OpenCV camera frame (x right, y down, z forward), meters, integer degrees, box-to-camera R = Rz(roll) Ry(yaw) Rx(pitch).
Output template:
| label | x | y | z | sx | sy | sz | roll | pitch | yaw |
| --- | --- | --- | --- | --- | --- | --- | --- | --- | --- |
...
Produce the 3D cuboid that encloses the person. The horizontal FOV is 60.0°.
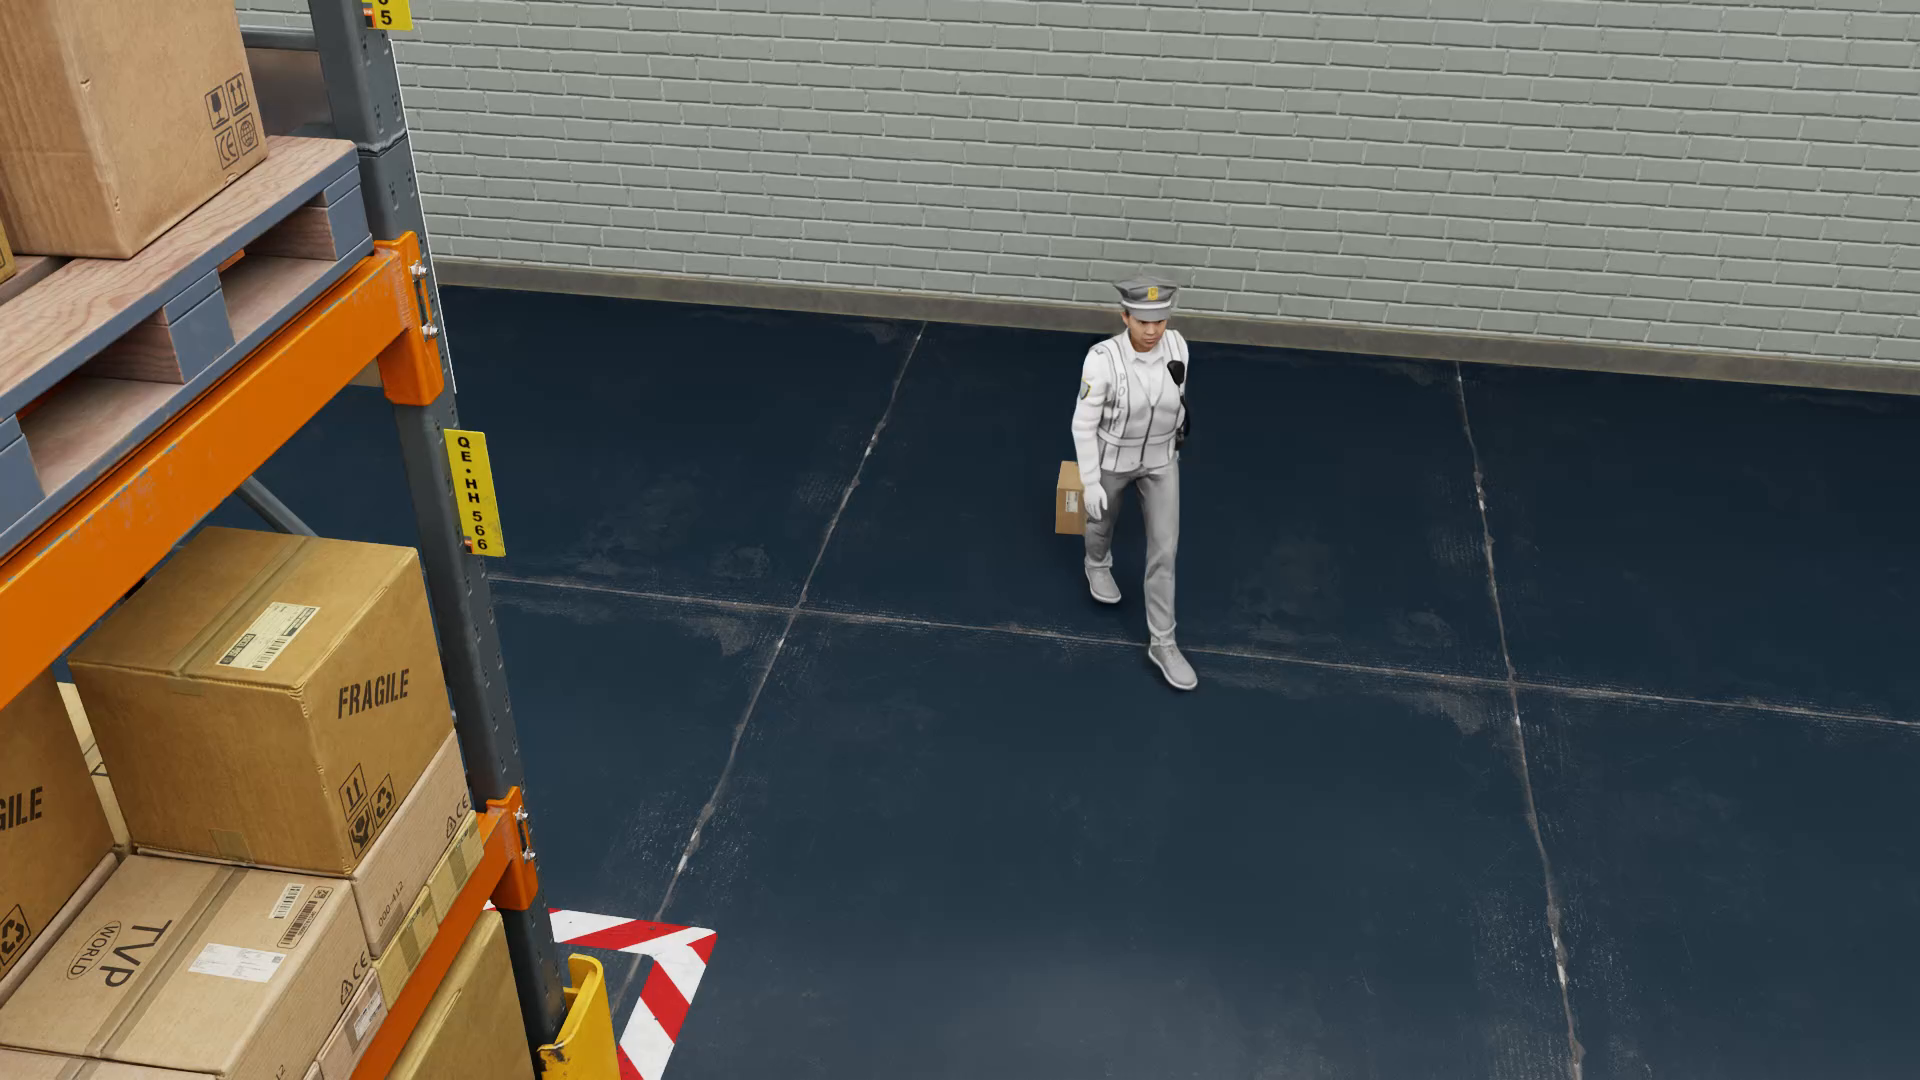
| label | x | y | z | sx | sy | sz | roll | pitch | yaw |
| --- | --- | --- | --- | --- | --- | --- | --- | --- | --- |
| person | 0.685 | -0.303 | 6.577 | 0.514 | 1.625 | 0.924 | -6 | 33 | -9 |
